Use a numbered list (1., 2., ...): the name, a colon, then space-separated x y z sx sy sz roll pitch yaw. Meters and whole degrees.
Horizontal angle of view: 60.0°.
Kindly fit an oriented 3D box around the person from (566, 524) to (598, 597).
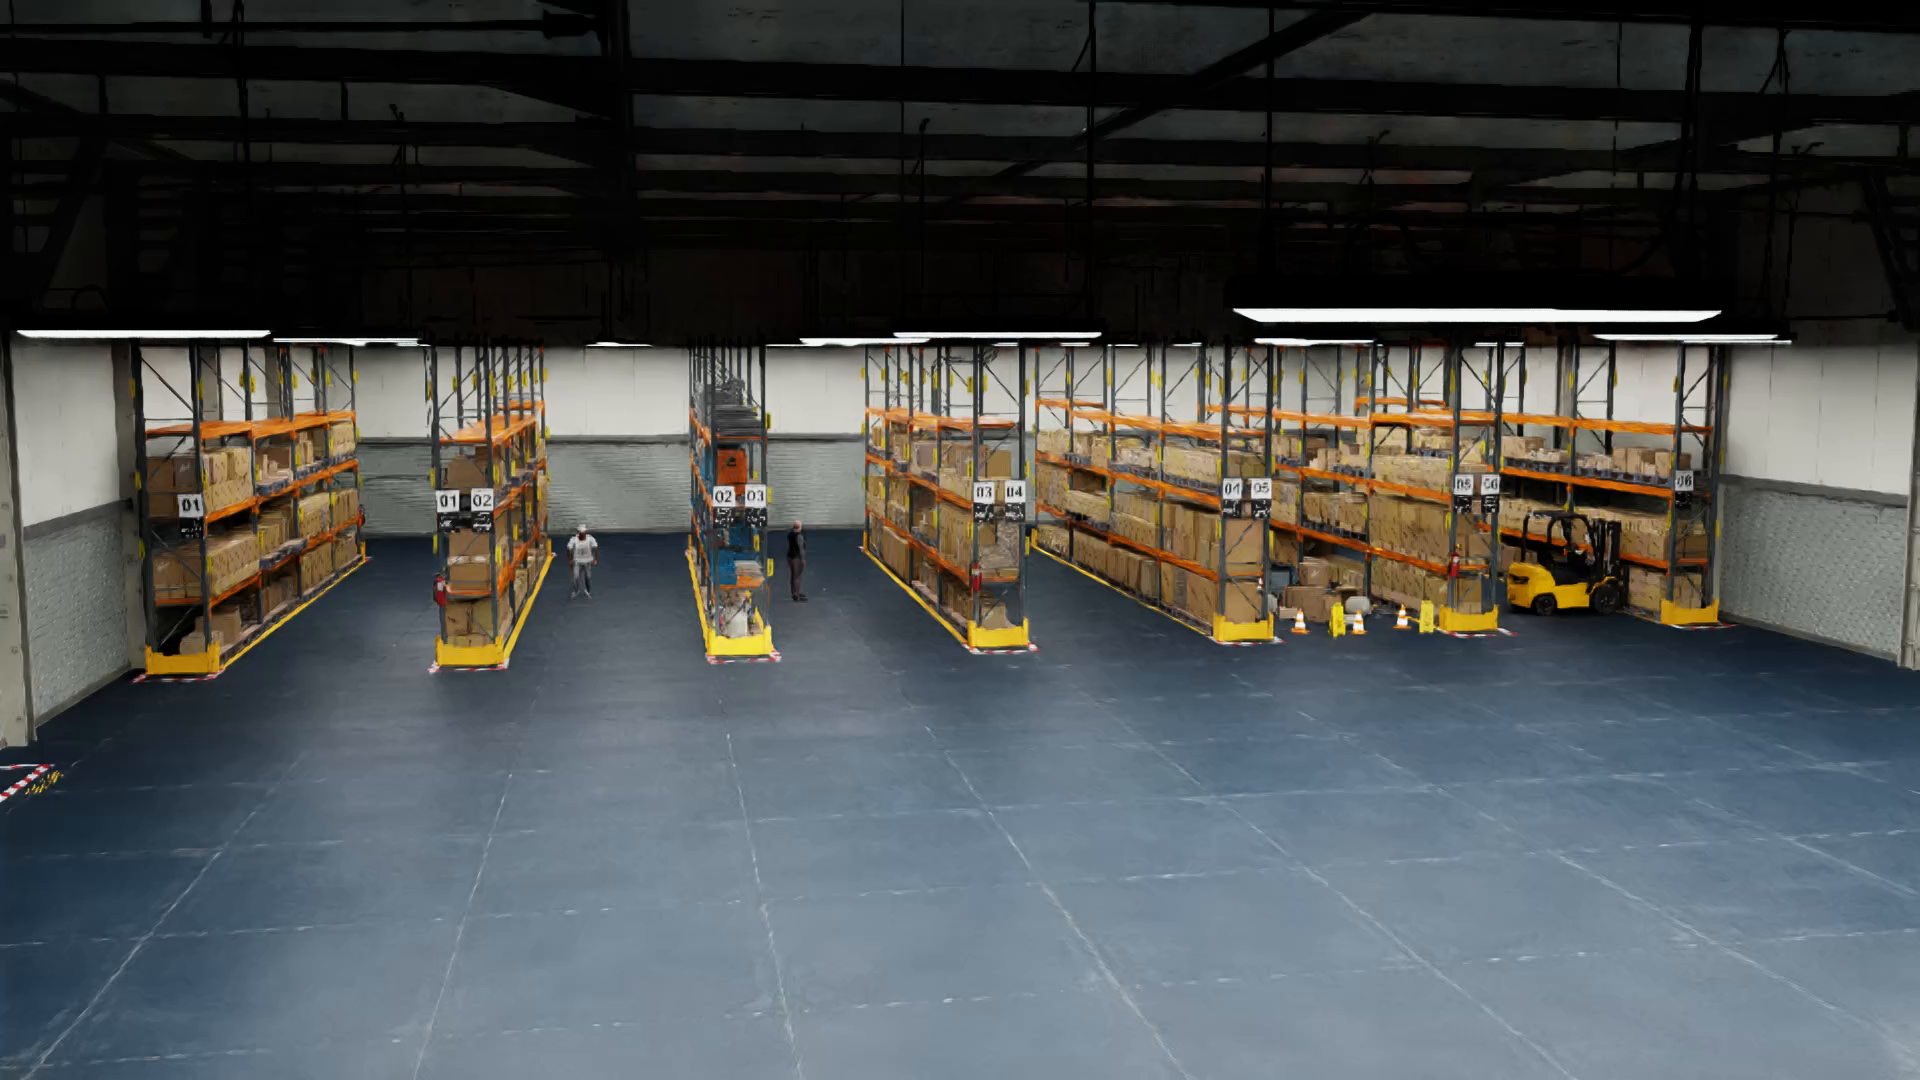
1. person: -8.724 0.481 38.430 0.719 1.714 0.578 -1 7 -12

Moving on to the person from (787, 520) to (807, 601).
1. person: -3.515 0.471 36.223 0.465 1.640 0.598 -5 8 -35
